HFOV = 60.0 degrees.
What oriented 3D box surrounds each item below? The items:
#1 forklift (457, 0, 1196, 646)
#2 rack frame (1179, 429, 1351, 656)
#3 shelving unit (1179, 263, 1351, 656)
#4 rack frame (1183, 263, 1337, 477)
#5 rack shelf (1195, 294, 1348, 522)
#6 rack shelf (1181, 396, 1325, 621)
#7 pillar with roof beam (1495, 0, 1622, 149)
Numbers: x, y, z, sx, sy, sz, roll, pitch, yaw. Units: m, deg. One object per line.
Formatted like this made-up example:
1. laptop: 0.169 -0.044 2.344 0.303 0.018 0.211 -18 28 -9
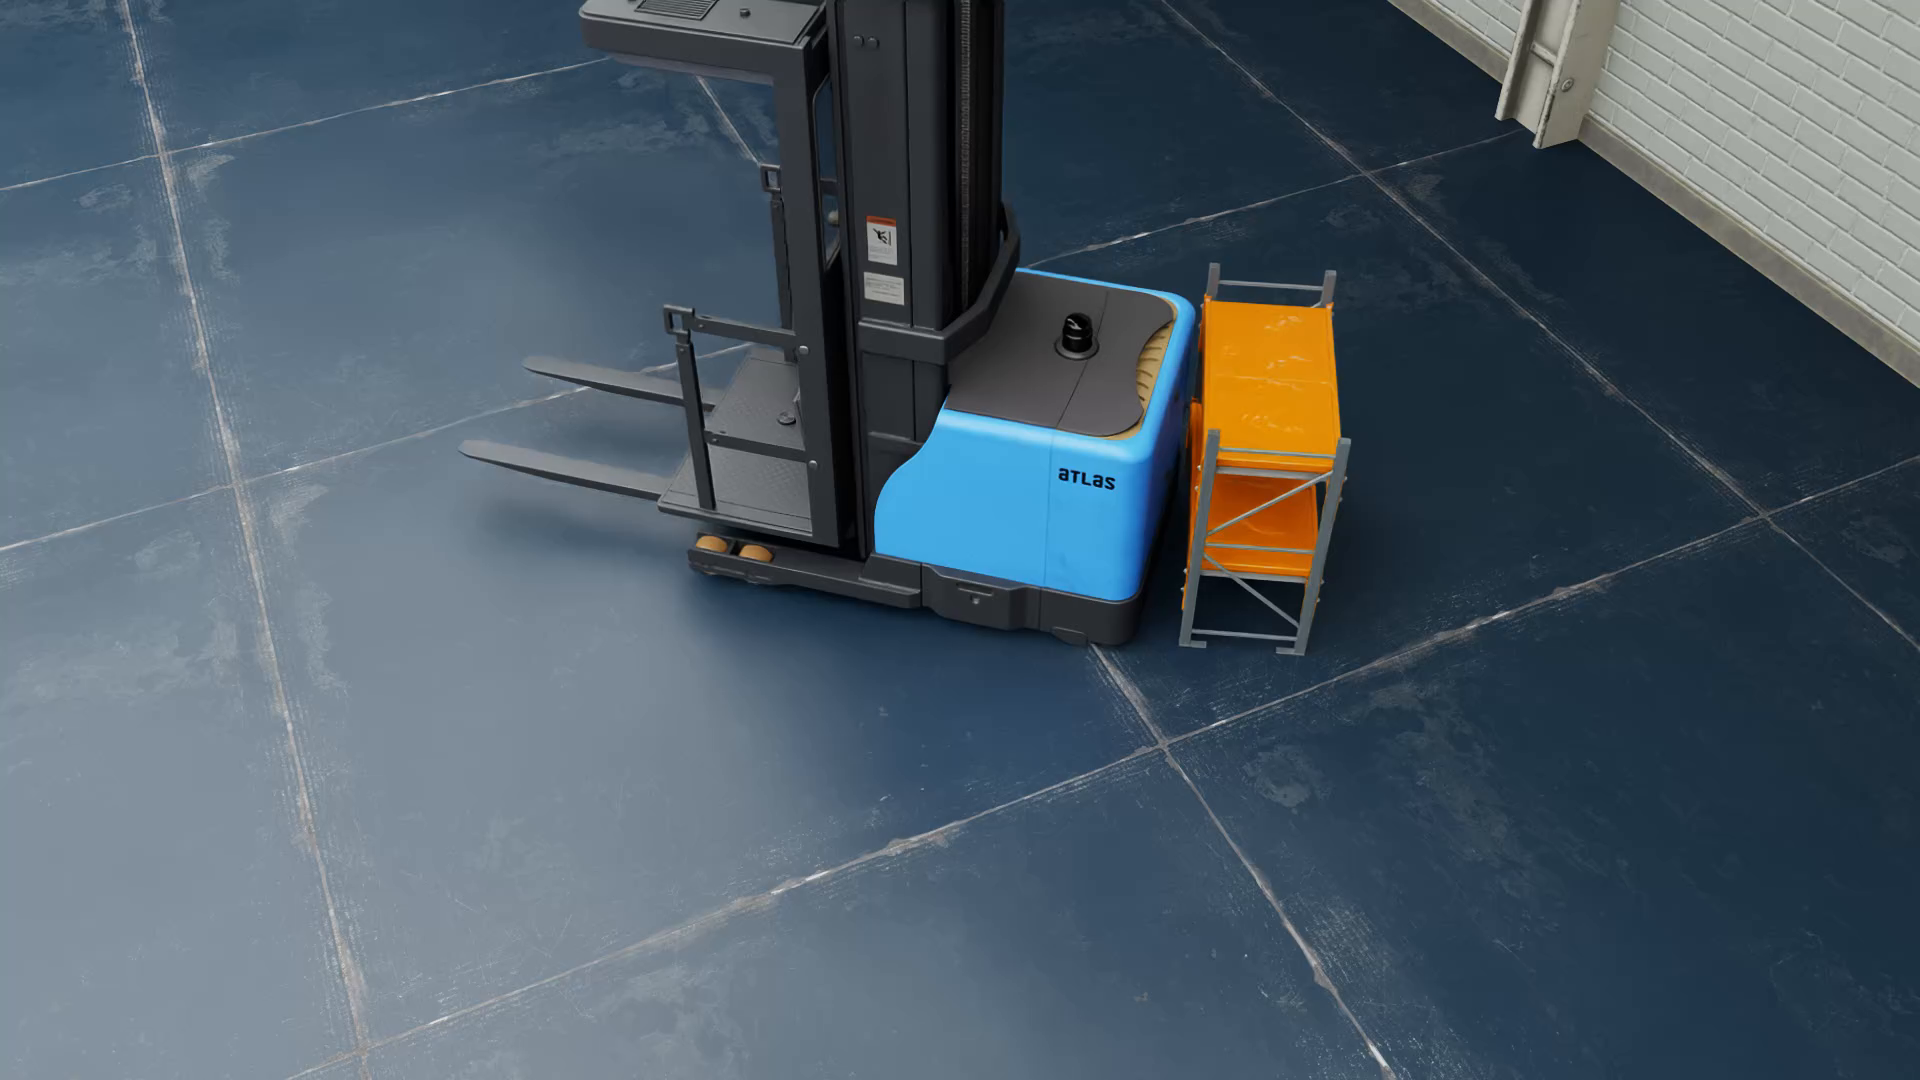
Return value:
1. forklift: -0.631 -1.205 6.254 3.031 2.935 1.130 11 46 11
2. rack frame: 1.131 0.034 6.284 0.500 1.125 0.032 4 45 5
3. shelving unit: 1.187 -0.321 6.643 0.538 1.125 1.048 4 45 5
4. rack frame: 1.244 -0.676 7.003 0.500 1.125 0.032 4 45 5
5. rack shelf: 1.187 -0.530 6.438 0.538 0.278 1.000 4 45 5
6. rack shelf: 1.187 -0.147 6.815 0.538 0.278 1.000 4 45 5
7. pillar with roof beam: -0.600 -4.299 5.069 9.100 9.000 0.400 -18 47 -17
